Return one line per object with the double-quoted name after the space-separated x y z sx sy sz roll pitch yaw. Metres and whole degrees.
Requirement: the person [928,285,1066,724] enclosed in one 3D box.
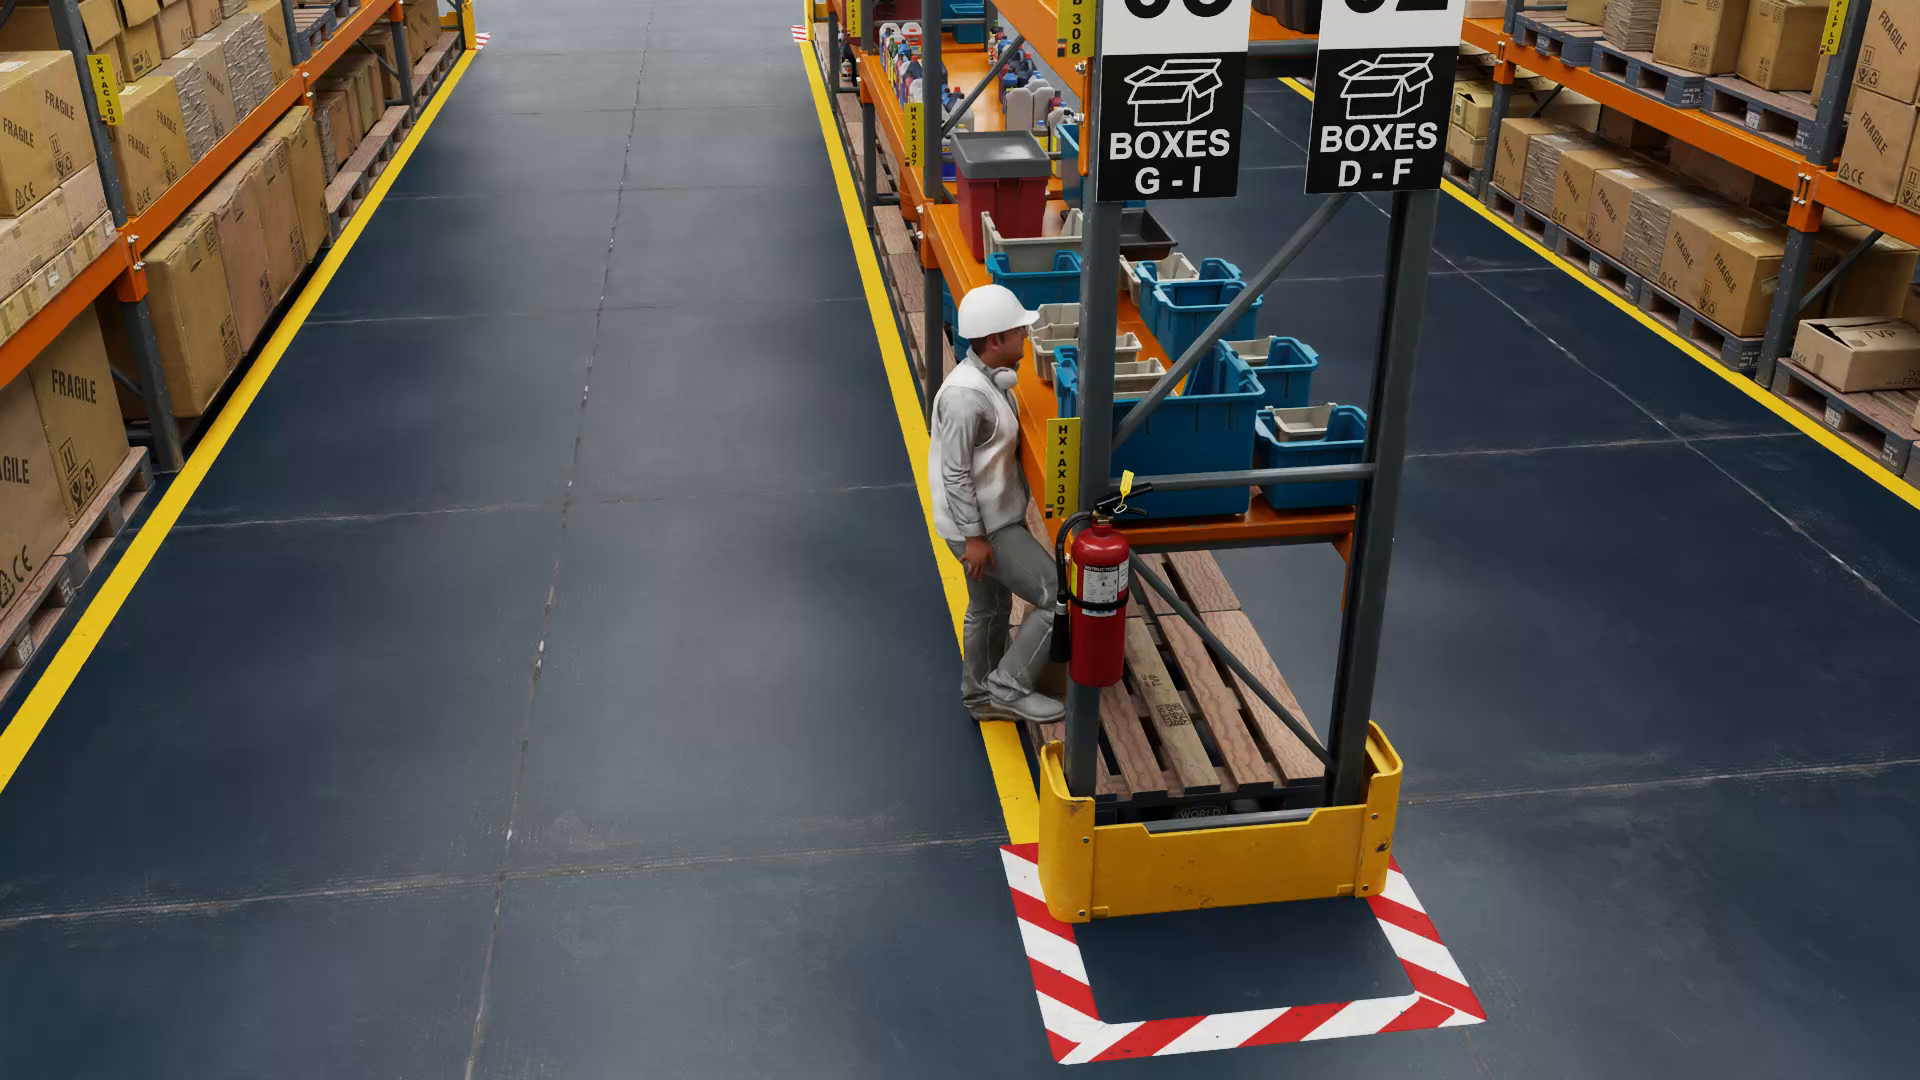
0.188 -0.075 6.213 0.609 1.778 0.637 4 27 8 "person"
